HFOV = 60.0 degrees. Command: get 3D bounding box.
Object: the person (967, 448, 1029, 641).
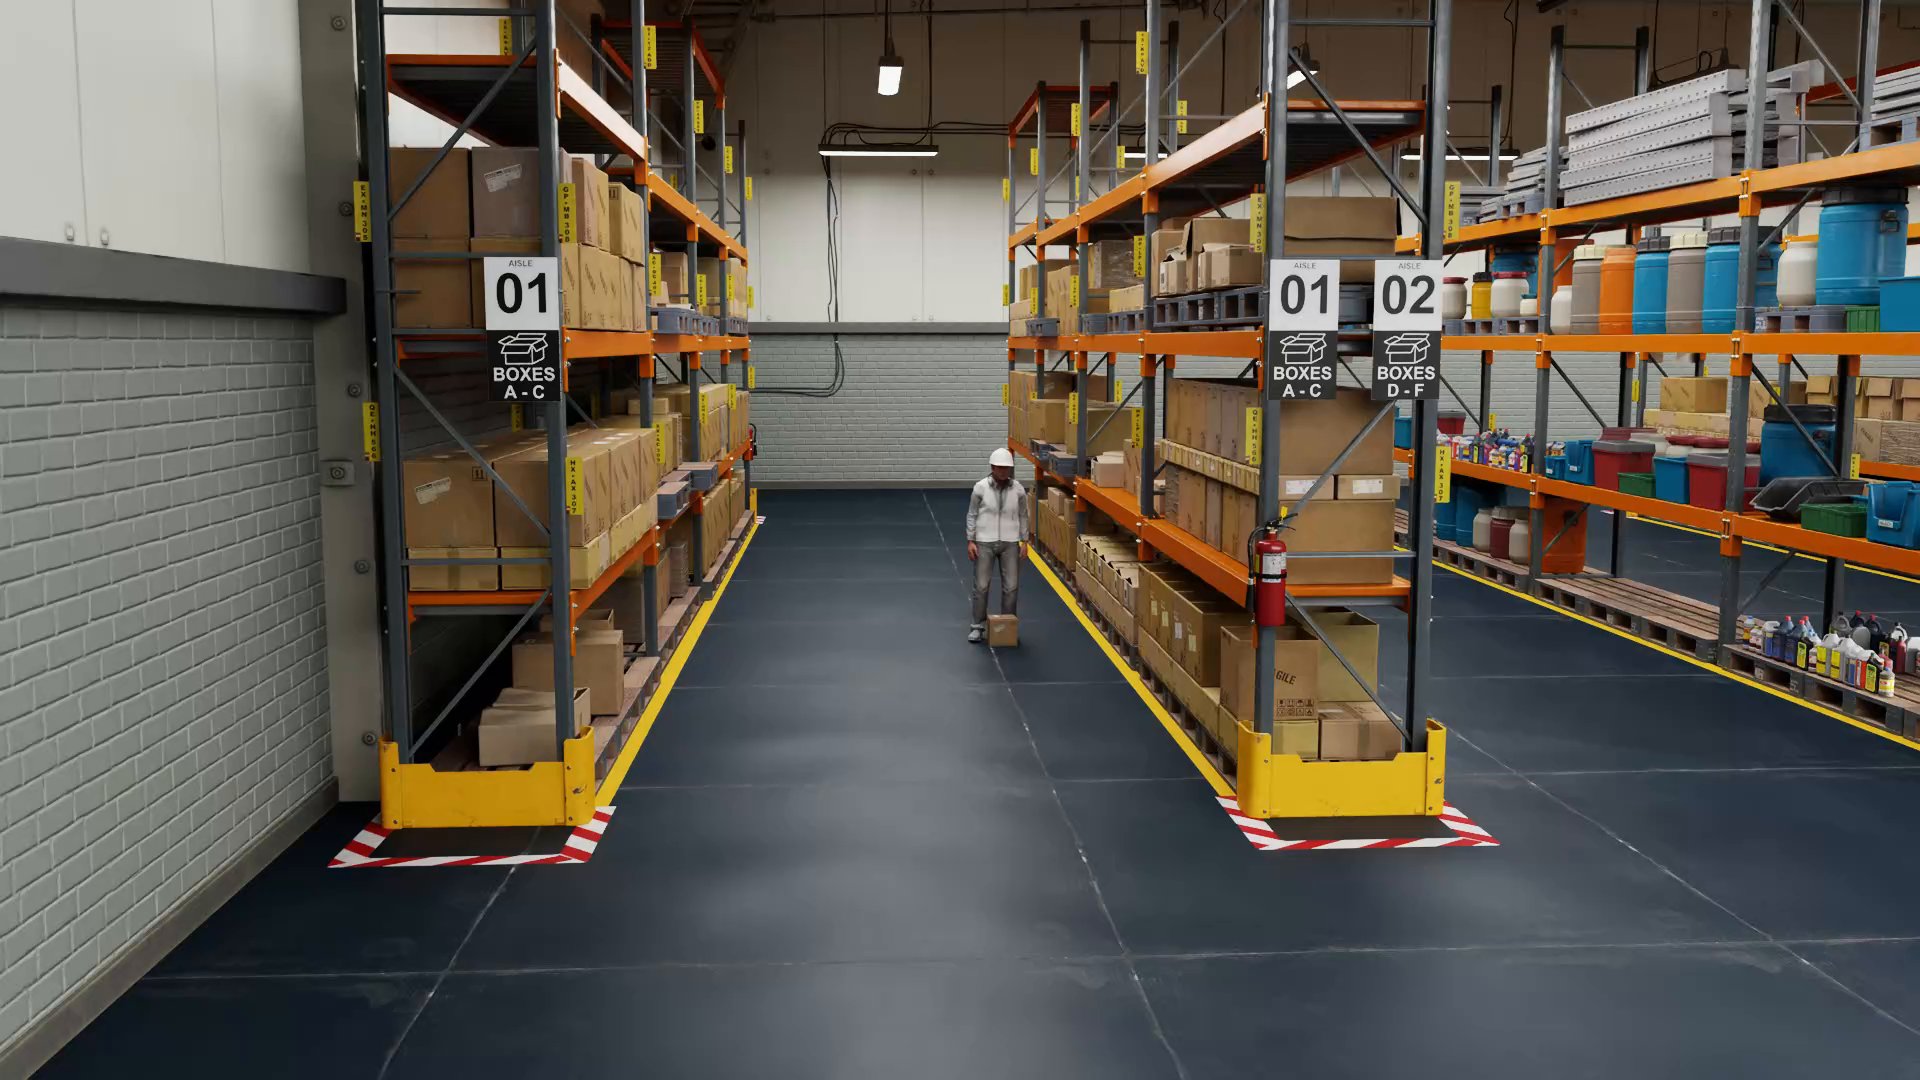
[{"bbox_3d":[0.346,0.038,15.310,0.594,1.771,0.464,-1,7,-7],"label":"person"}]
